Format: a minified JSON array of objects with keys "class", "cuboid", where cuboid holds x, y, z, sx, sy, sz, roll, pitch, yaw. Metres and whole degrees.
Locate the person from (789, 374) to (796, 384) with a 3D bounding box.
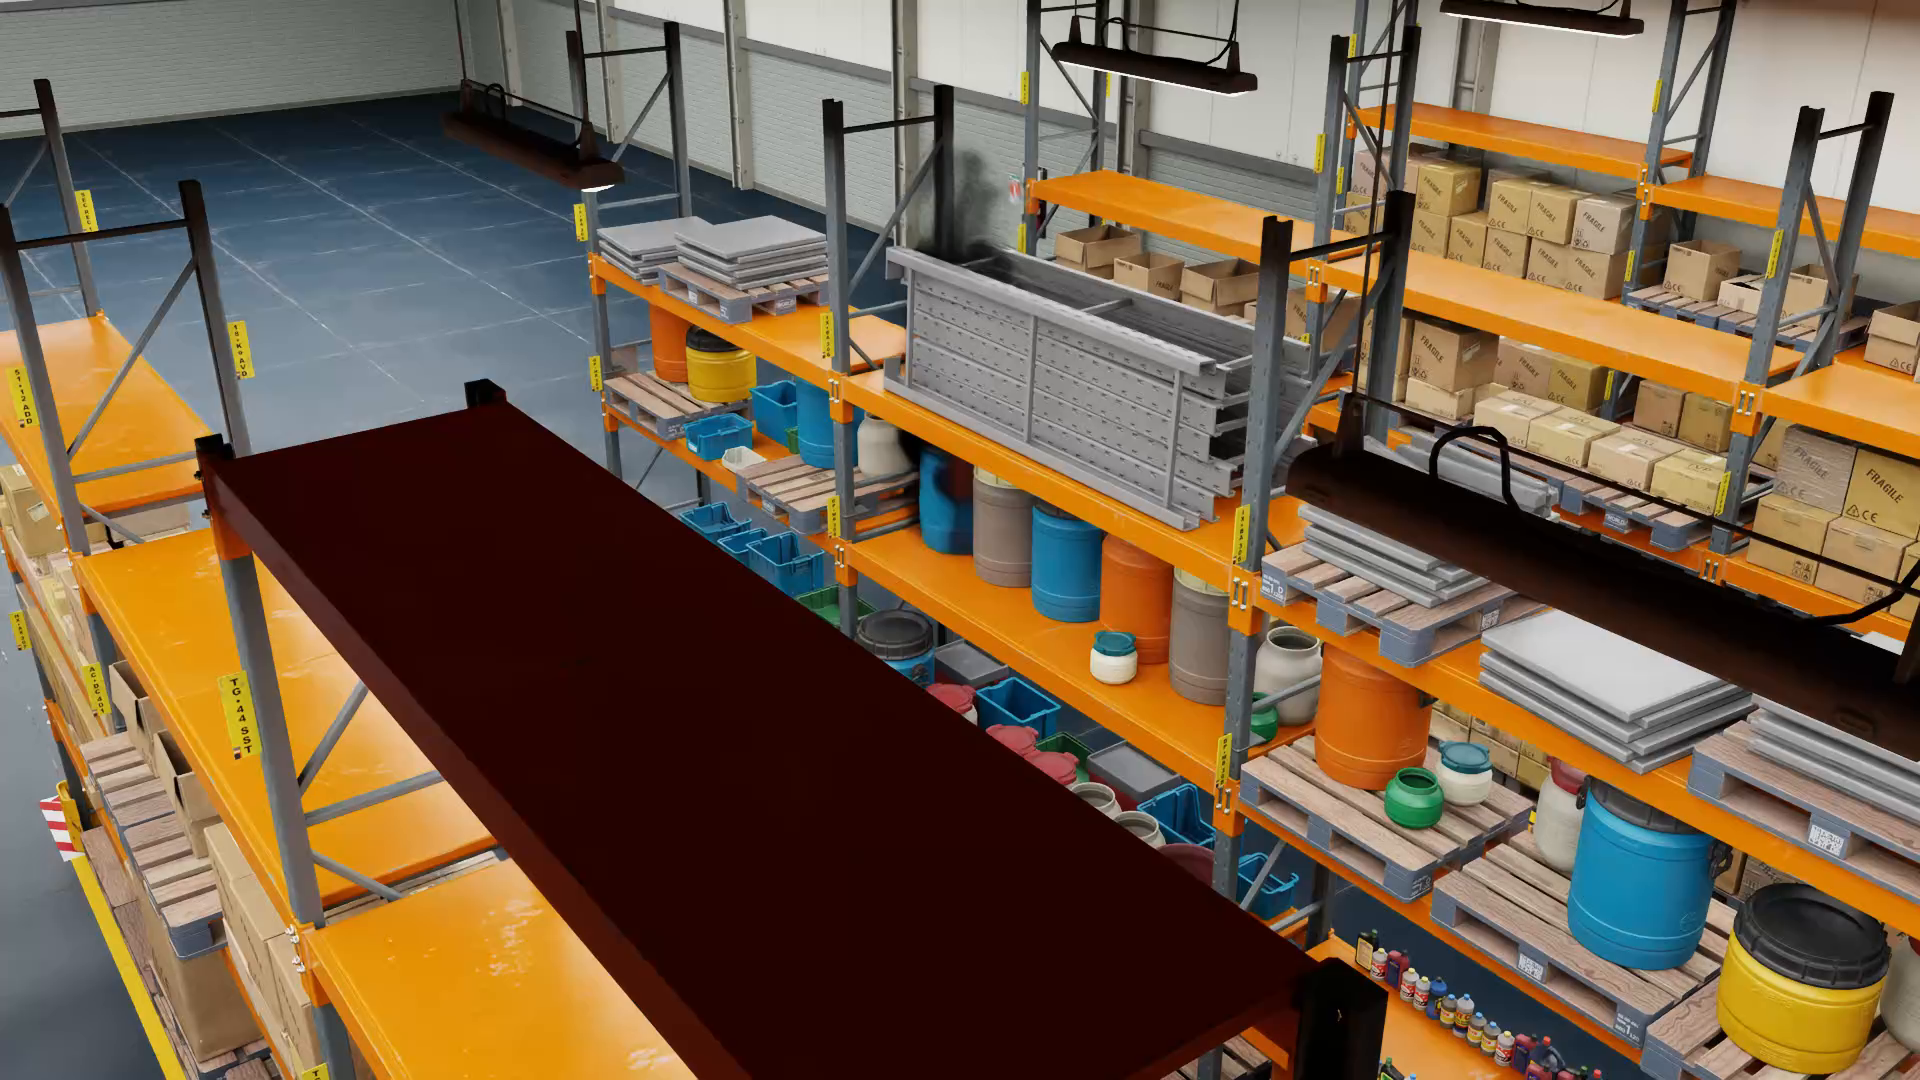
[{"class":"person","cuboid":[-1.843,-1.405,19.892,1.009,1.789,0.720,-8,26,-16]}]
